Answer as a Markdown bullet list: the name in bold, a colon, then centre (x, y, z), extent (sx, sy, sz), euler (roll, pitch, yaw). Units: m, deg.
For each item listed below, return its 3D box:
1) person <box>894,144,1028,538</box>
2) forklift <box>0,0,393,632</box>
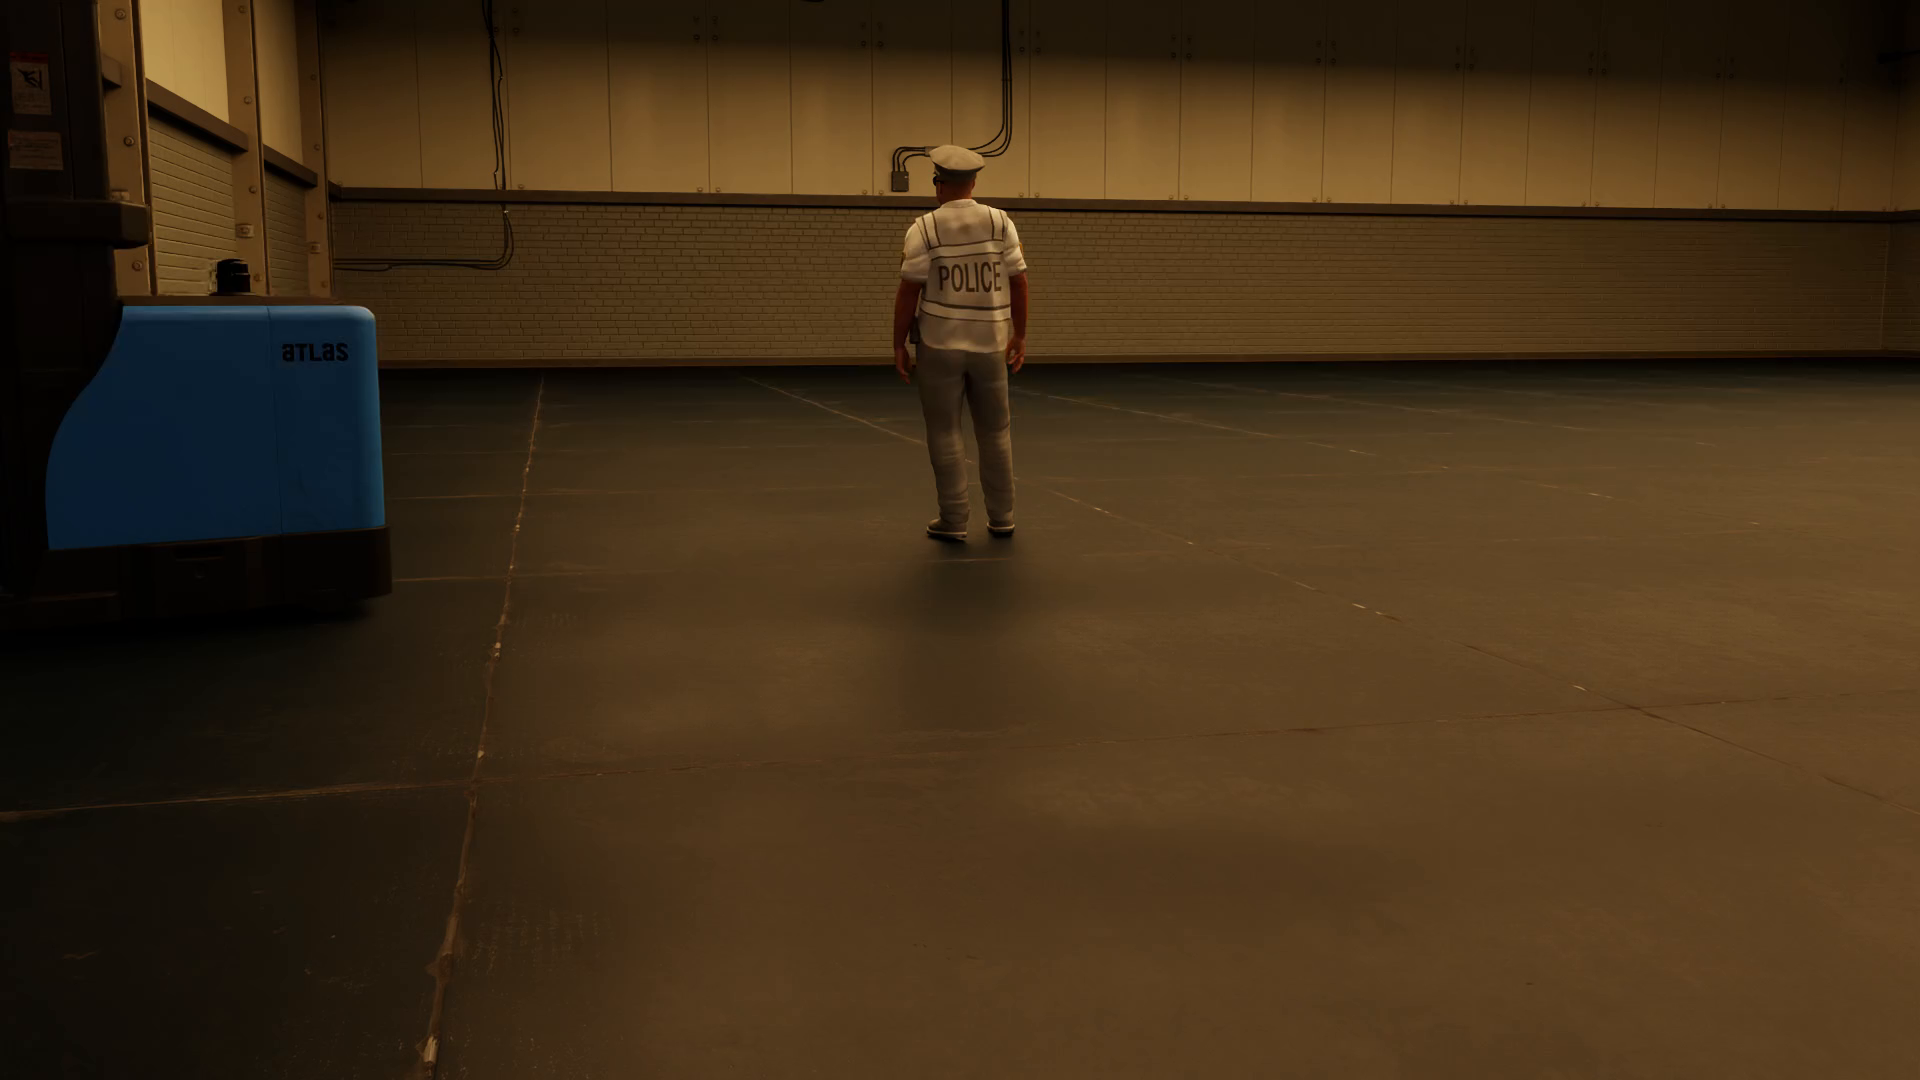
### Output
- **person**: centre (-0.007, -0.902, 7.660), extent (0.641, 1.781, 0.574), euler (-2, 8, -13)
- **forklift**: centre (-3.524, -1.138, 5.268), extent (3.031, 2.935, 1.130), euler (-5, 9, -32)
